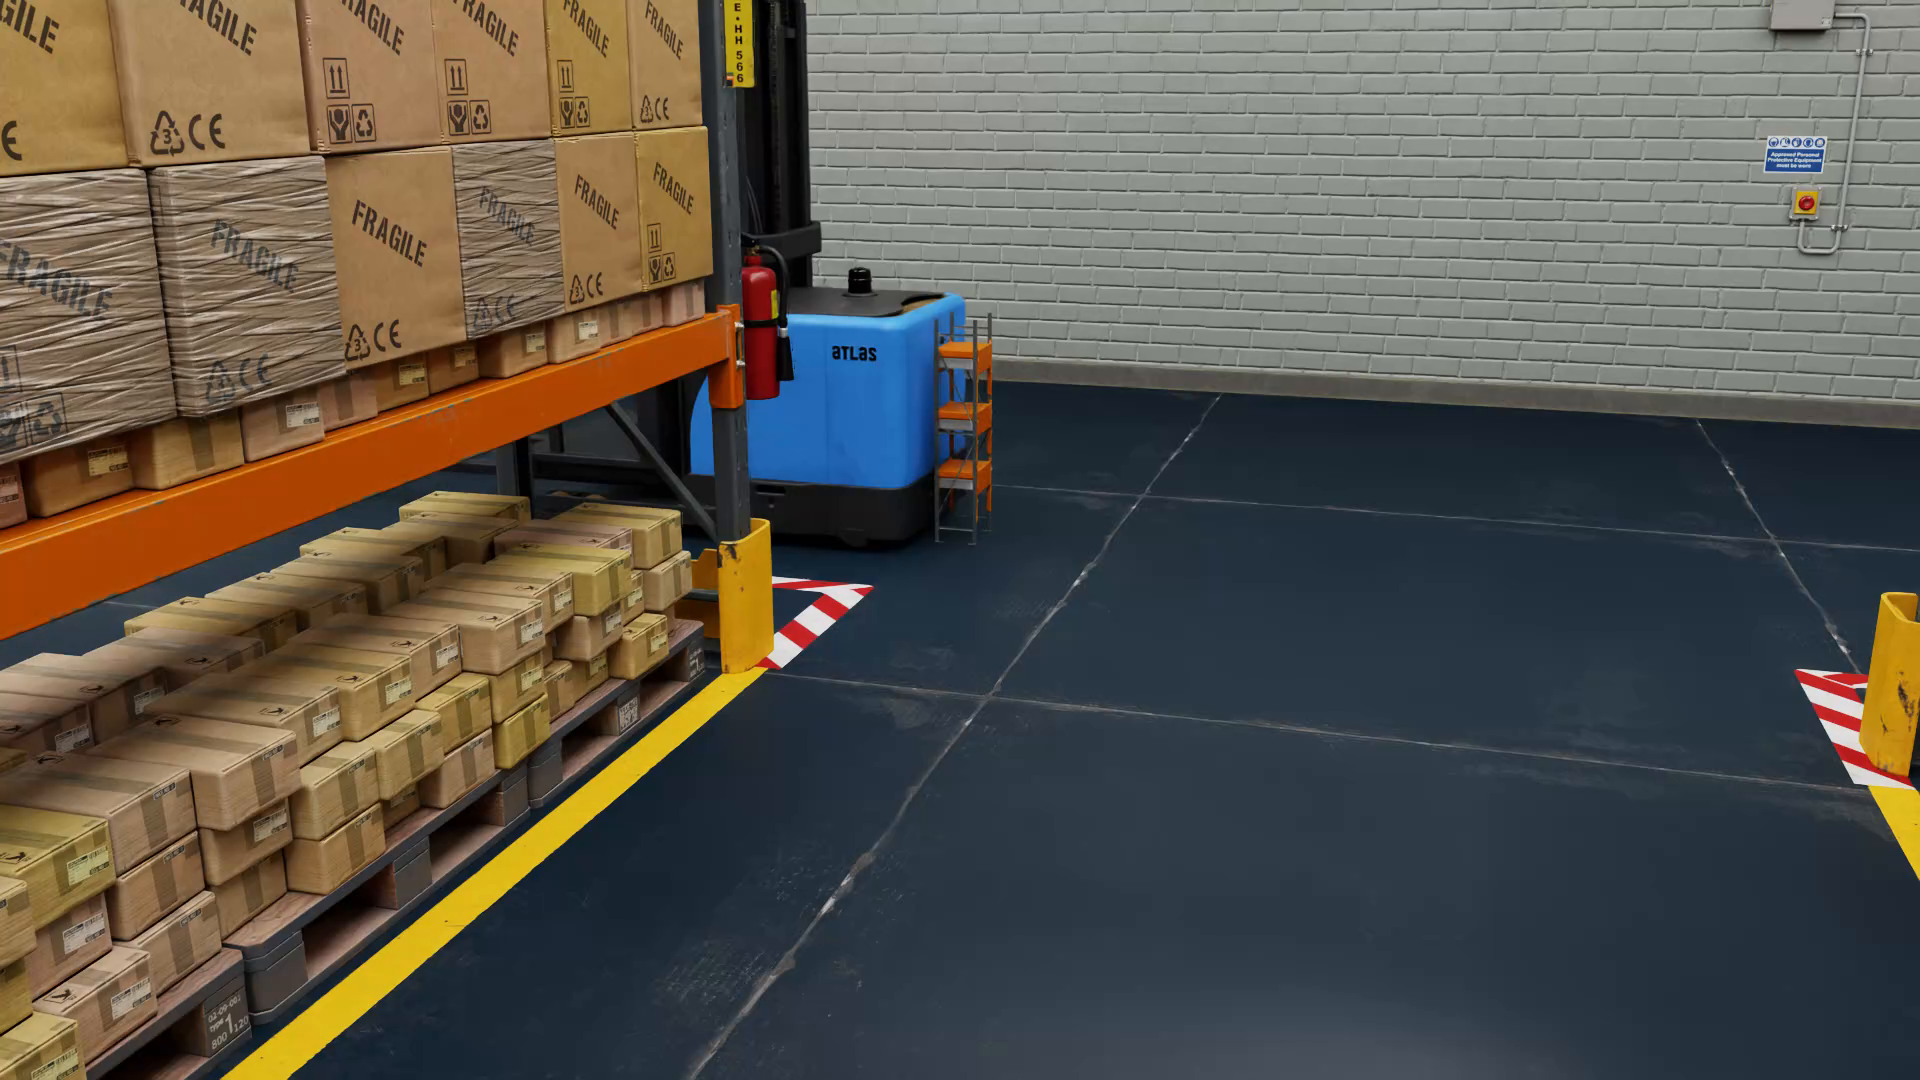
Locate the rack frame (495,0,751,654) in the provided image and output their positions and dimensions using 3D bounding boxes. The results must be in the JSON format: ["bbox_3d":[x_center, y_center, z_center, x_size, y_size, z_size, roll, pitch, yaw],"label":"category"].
[{"bbox_3d":[-1.282,-1.058,6.062,1.000,3.000,0.127,5,16,16],"label":"rack frame"}]

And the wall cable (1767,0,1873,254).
[{"bbox_3d":[5.072,-2.681,9.866,0.585,1.953,0.123,5,16,16],"label":"wall cable"}]

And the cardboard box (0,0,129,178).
[{"bbox_3d":[-1.925,-0.920,3.014,0.500,0.500,0.500,4,16,14],"label":"cardboard box"}]

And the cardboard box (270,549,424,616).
[{"bbox_3d":[-1.906,0.145,5.186,0.380,0.149,0.250,4,16,13],"label":"cardboard box"}]

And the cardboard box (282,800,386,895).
[{"bbox_3d":[-1.678,0.745,4.160,0.380,0.149,0.250,4,16,14],"label":"cardboard box"}]

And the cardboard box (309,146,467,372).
[{"bbox_3d":[-1.601,-0.714,4.122,0.500,0.500,0.500,5,17,19],"label":"cardboard box"}]

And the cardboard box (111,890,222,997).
[{"bbox_3d":[-1.887,0.879,3.689,0.380,0.149,0.250,4,16,15],"label":"cardboard box"}]

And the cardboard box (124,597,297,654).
[{"bbox_3d":[-2.112,0.282,4.703,0.380,0.149,0.250,5,17,17],"label":"cardboard box"}]

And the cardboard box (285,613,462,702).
[{"bbox_3d":[-1.607,0.320,4.568,0.380,0.149,0.250,4,16,14],"label":"cardboard box"}]

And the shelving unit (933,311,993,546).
[{"bbox_3d":[0.015,-0.519,7.735,0.215,1.050,0.252,5,16,16],"label":"shelving unit"}]

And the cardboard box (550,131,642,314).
[{"bbox_3d":[-1.315,-0.977,5.049,0.500,0.500,0.500,4,16,15],"label":"cardboard box"}]

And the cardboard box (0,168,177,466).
[{"bbox_3d":[-1.903,-0.443,3.164,0.500,0.500,0.500,5,16,16],"label":"cardboard box"}]

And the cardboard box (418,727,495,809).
[{"bbox_3d":[-1.533,0.610,4.636,0.380,0.149,0.250,5,17,17],"label":"cardboard box"}]

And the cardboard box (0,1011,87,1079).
[{"bbox_3d":[-1.932,1.018,3.198,0.380,0.149,0.250,5,17,18],"label":"cardboard box"}]

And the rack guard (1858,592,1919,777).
[{"bbox_3d":[3.499,0.496,5.165,1.175,0.500,0.348,5,16,16],"label":"rack guard"}]

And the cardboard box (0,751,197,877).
[{"bbox_3d":[-1.911,0.590,3.615,0.380,0.149,0.250,4,16,14],"label":"cardboard box"}]

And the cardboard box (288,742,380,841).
[{"bbox_3d":[-1.676,0.604,4.114,0.380,0.149,0.250,4,16,15],"label":"cardboard box"}]

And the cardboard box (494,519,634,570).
[{"bbox_3d":[-1.316,0.045,5.539,0.380,0.149,0.250,5,17,17],"label":"cardboard box"}]

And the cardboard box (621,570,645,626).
[{"bbox_3d":[-1.285,0.193,5.562,0.380,0.149,0.250,4,16,15],"label":"cardboard box"}]

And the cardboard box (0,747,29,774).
[{"bbox_3d":[-2.321,0.561,3.718,0.380,0.149,0.250,5,17,18],"label":"cardboard box"}]

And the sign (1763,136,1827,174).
[{"bbox_3d":[5.043,-2.327,10.042,0.327,0.218,0.001,5,16,16],"label":"sign"}]

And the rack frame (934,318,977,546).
[{"bbox_3d":[-0.019,-0.487,7.623,0.200,1.050,0.008,5,16,16],"label":"rack frame"}]

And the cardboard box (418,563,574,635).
[{"bbox_3d":[-1.402,0.185,5.044,0.380,0.149,0.250,4,16,14],"label":"cardboard box"}]

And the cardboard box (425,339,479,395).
[{"bbox_3d":[-1.555,-0.500,4.554,0.380,0.149,0.250,4,16,14],"label":"cardboard box"}]

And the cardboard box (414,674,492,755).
[{"bbox_3d":[-1.530,0.467,4.596,0.380,0.149,0.250,5,17,19],"label":"cardboard box"}]

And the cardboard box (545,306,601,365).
[{"bbox_3d":[-1.318,-0.632,5.022,0.380,0.149,0.250,5,17,17],"label":"cardboard box"}]

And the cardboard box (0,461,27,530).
[{"bbox_3d":[-1.997,-0.086,3.097,0.380,0.149,0.250,4,16,13],"label":"cardboard box"}]

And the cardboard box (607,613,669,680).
[{"bbox_3d":[-1.208,0.341,5.586,0.380,0.149,0.250,5,17,18],"label":"cardboard box"}]

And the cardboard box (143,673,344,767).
[{"bbox_3d":[-1.762,0.452,4.102,0.380,0.149,0.250,4,16,14],"label":"cardboard box"}]

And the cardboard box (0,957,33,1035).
[{"bbox_3d":[-2.023,0.872,3.168,0.380,0.149,0.250,5,17,16],"label":"cardboard box"}]

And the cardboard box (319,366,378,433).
[{"bbox_3d":[-1.665,-0.361,4.066,0.380,0.149,0.250,5,17,18],"label":"cardboard box"}]

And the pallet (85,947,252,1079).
[{"bbox_3d":[-2.262,1.152,3.382,1.003,0.211,1.213,5,16,16],"label":"pallet"}]

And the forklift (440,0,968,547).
[{"bbox_3d":[-1.535,-1.593,8.075,3.031,2.935,1.130,5,17,17],"label":"forklift"}]

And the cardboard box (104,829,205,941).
[{"bbox_3d":[-1.909,0.735,3.651,0.380,0.149,0.250,4,16,13],"label":"cardboard box"}]

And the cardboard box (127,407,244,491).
[{"bbox_3d":[-1.780,-0.218,3.561,0.380,0.149,0.250,5,17,17],"label":"cardboard box"}]

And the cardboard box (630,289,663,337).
[{"bbox_3d":[-1.211,-0.768,5.499,0.380,0.149,0.250,5,16,16],"label":"cardboard box"}]

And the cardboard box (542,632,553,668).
[{"bbox_3d":[-1.480,0.327,5.089,0.380,0.149,0.250,4,16,15],"label":"cardboard box"}]

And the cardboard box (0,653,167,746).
[{"bbox_3d":[-2.267,0.412,4.245,0.380,0.149,0.250,4,16,14],"label":"cardboard box"}]

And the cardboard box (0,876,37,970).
[{"bbox_3d":[-1.987,0.730,3.122,0.380,0.149,0.250,5,17,19],"label":"cardboard box"}]

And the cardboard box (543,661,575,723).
[{"bbox_3d":[-1.423,0.469,5.135,0.380,0.149,0.250,5,17,16],"label":"cardboard box"}]

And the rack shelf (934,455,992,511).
[{"bbox_3d":[0.015,-0.242,7.814,0.215,0.259,0.240,5,16,16],"label":"rack shelf"}]

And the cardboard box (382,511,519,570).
[{"bbox_3d":[-1.720,0.018,5.635,0.380,0.149,0.250,5,17,17],"label":"cardboard box"}]

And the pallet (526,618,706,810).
[{"bbox_3d":[-1.569,0.513,5.633,1.003,0.211,1.213,5,16,16],"label":"pallet"}]

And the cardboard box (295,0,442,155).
[{"bbox_3d":[-1.604,-1.183,3.943,0.500,0.500,0.500,4,16,14],"label":"cardboard box"}]

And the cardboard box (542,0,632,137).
[{"bbox_3d":[-1.318,-1.459,4.914,0.500,0.500,0.500,4,16,14],"label":"cardboard box"}]
